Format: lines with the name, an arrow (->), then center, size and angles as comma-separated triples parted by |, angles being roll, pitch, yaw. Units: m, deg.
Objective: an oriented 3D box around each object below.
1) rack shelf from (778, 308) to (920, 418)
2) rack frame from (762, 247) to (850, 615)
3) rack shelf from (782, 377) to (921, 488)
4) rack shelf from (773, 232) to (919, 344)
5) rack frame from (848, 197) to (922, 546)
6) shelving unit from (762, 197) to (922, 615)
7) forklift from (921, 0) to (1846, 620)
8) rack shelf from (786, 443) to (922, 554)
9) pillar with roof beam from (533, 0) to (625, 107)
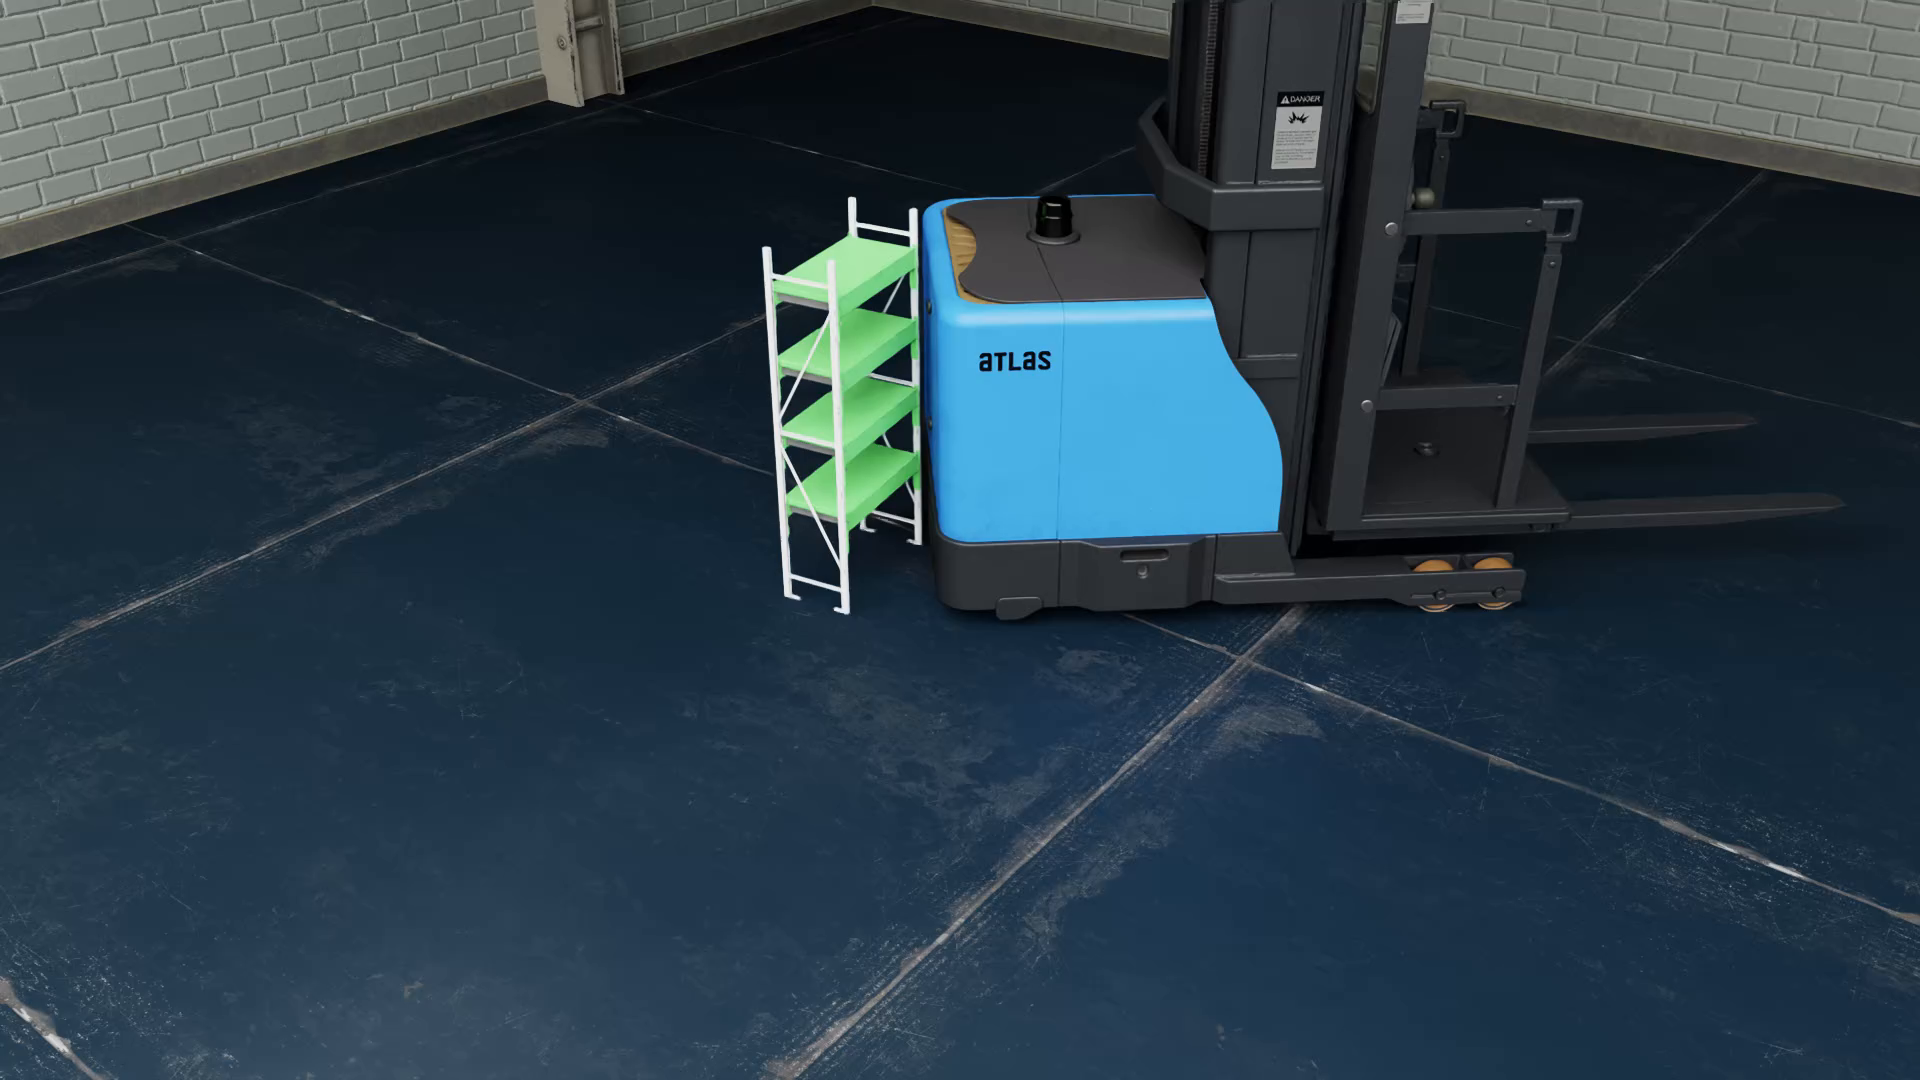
rack shelf -> -0.352, -0.568, 5.187 | 0.258, 0.148, 0.480 | 15, 34, 23
rack frame -> -0.464, -0.306, 5.090 | 0.240, 1.200, 0.015 | 15, 34, 23
rack shelf -> -0.352, -0.362, 5.309 | 0.258, 0.148, 0.480 | 15, 34, 23
rack shelf -> -0.352, -0.775, 5.064 | 0.258, 0.148, 0.480 | 15, 34, 23
rack frame -> -0.240, -0.527, 5.463 | 0.240, 1.200, 0.015 | 15, 34, 23
shelving unit -> -0.352, -0.417, 5.276 | 0.258, 1.200, 0.503 | 15, 34, 23
forklift -> 1.404, -1.297, 5.063 | 3.031, 2.935, 1.130 | -2, 31, -4
rack shelf -> -0.352, -0.155, 5.431 | 0.258, 0.148, 0.480 | 15, 34, 23
pillar with roof beam -> 1.075, -5.342, 5.937 | 9.100, 9.000, 0.400 | 21, 37, 31
